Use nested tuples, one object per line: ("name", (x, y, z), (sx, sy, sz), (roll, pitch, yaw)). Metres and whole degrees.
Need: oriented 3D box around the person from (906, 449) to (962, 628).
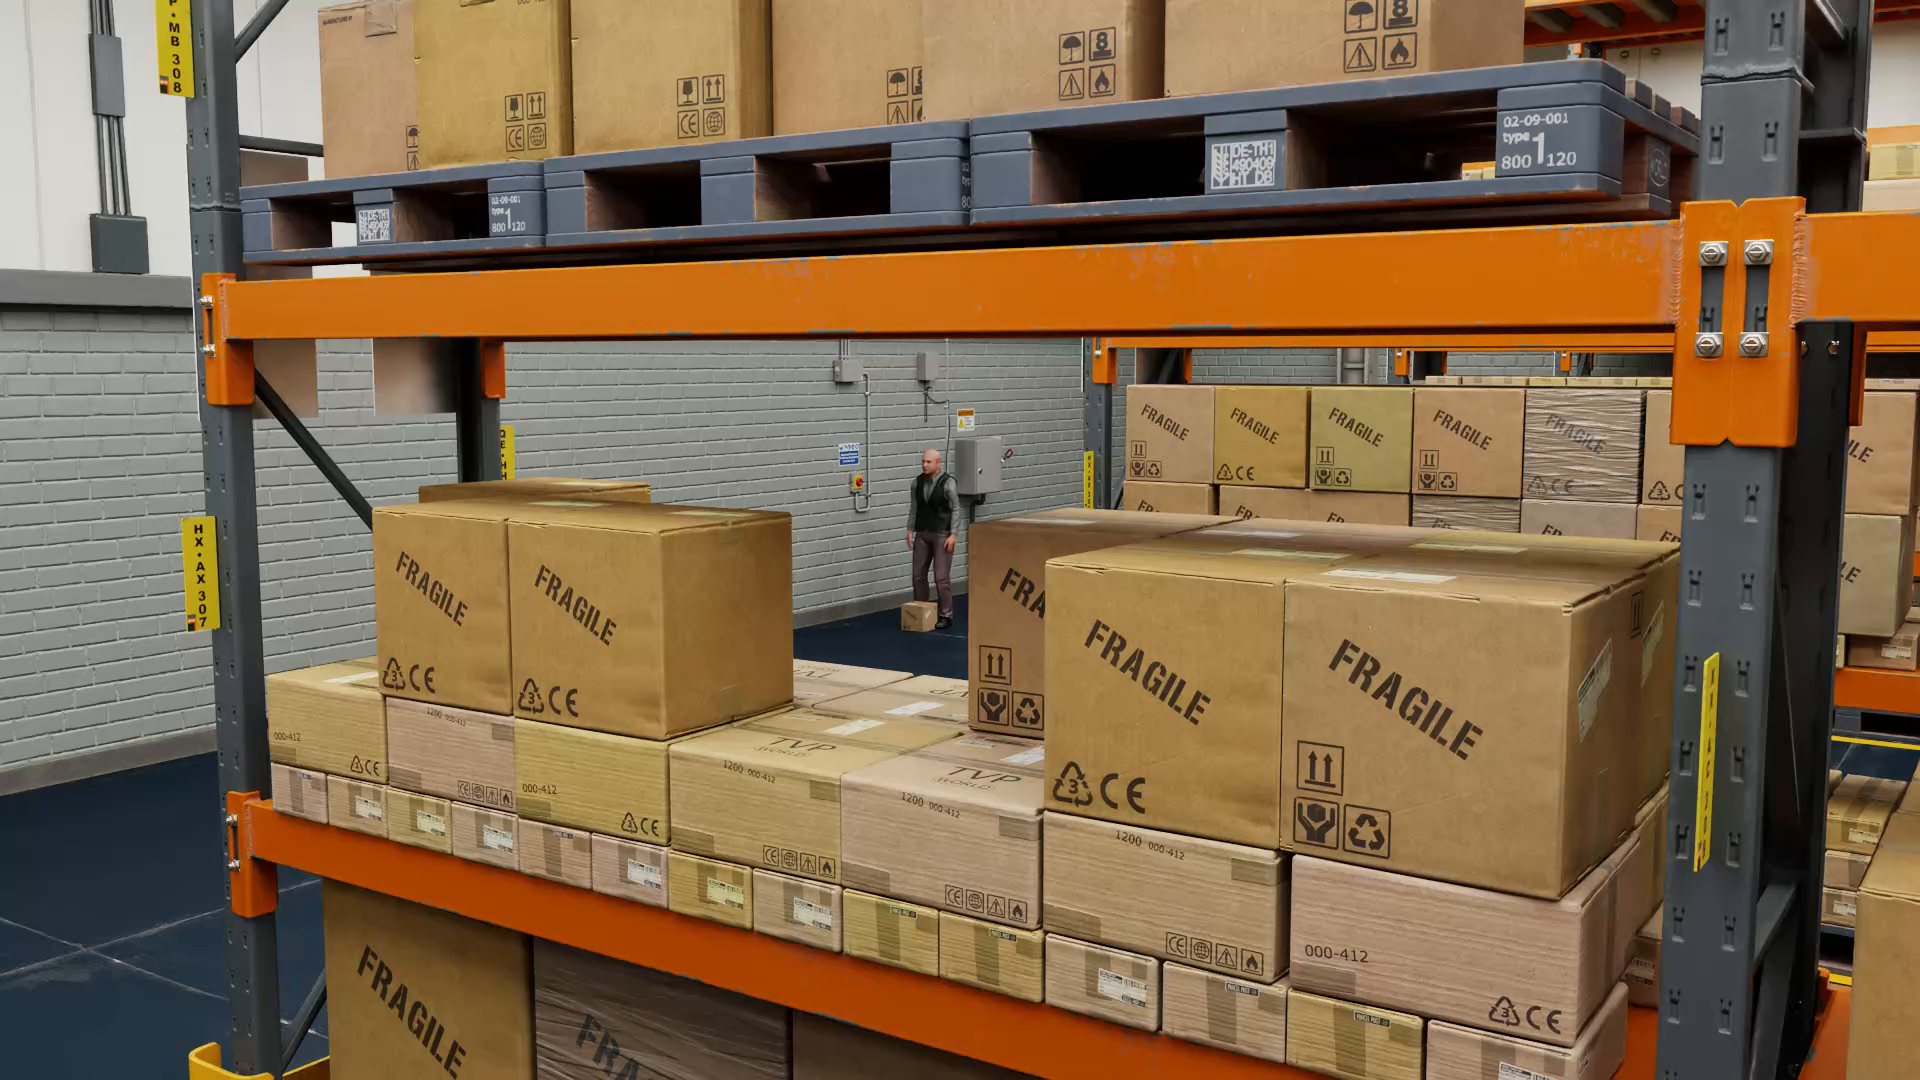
("person", (-0.246, -0.024, 16.095), (0.580, 1.721, 0.416), (4, 8, 34))
